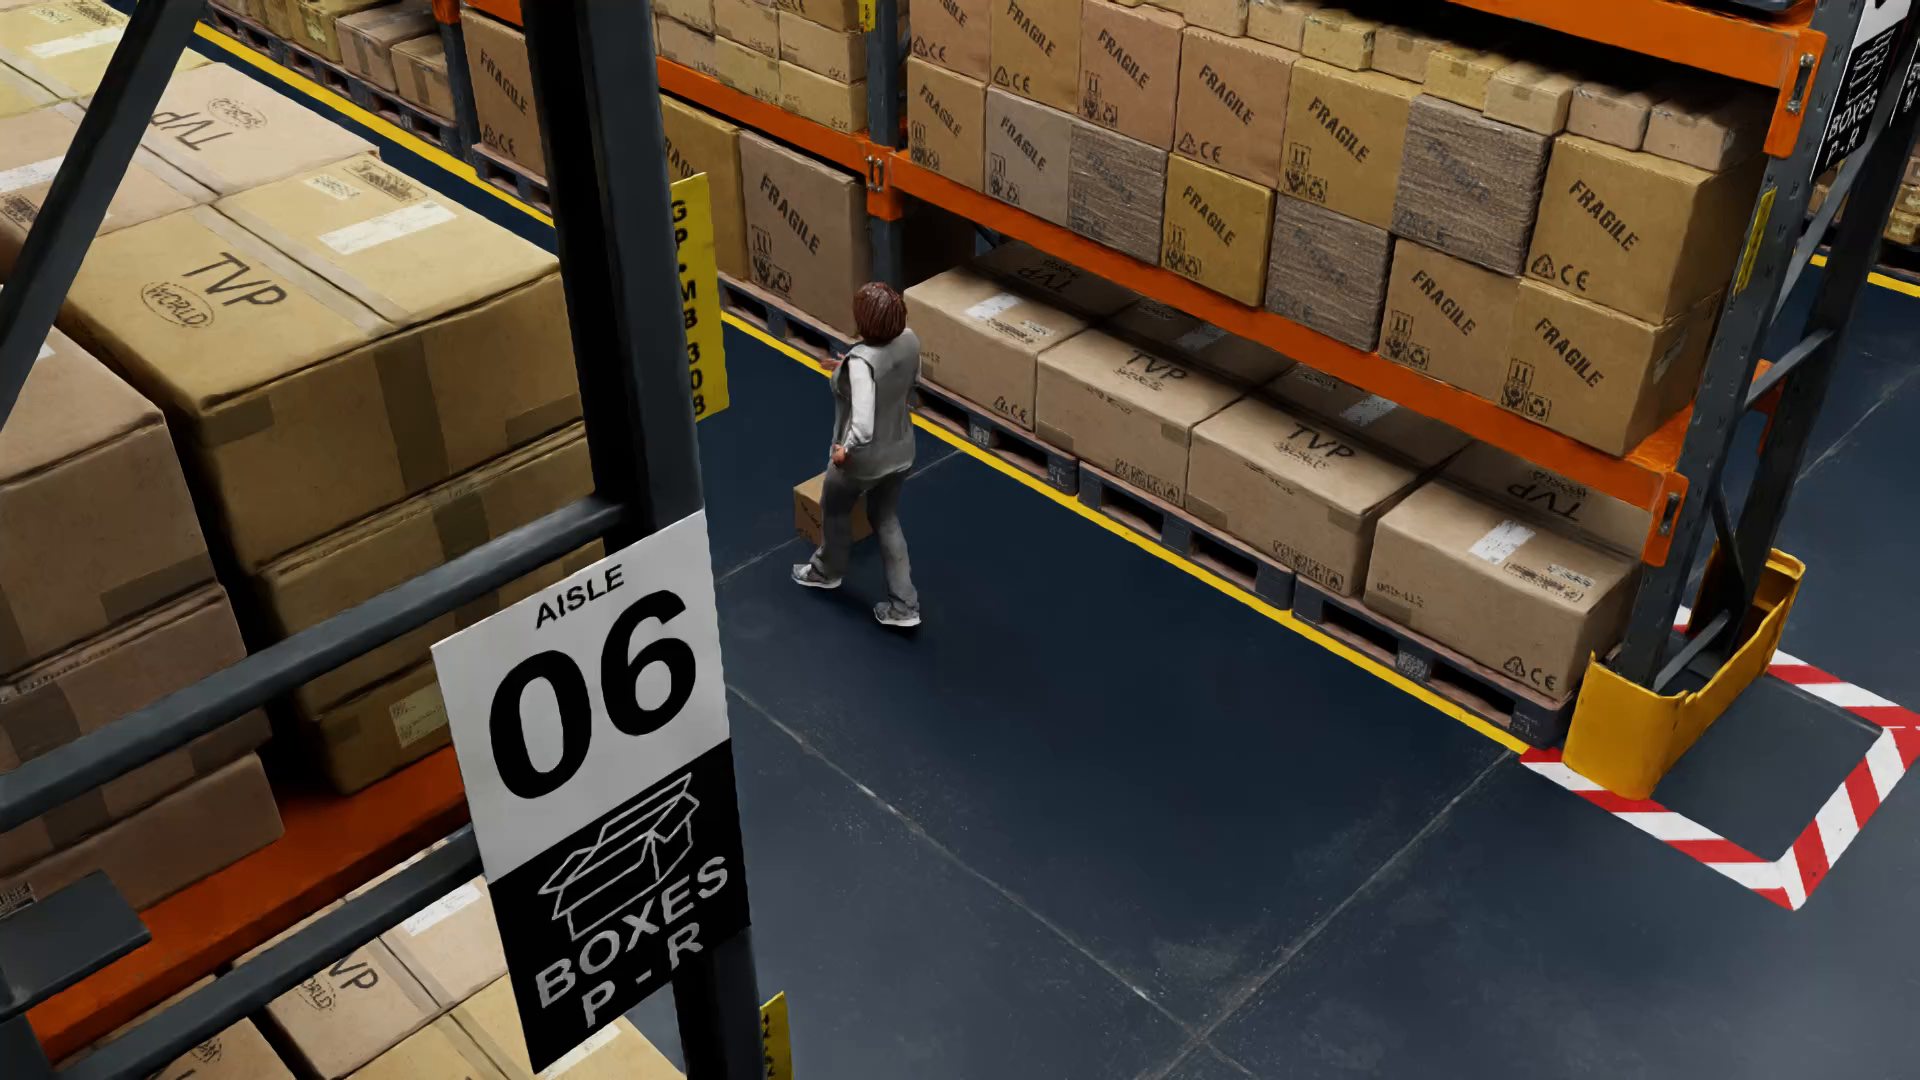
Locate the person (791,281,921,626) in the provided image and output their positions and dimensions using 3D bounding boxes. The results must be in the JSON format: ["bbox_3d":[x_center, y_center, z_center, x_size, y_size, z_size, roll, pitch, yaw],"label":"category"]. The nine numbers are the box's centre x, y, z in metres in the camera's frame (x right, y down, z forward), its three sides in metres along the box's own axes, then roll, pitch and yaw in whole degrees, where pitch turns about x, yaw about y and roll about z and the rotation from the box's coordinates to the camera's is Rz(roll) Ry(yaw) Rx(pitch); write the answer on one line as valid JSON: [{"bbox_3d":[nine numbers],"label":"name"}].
[{"bbox_3d":[-0.408,-0.369,6.676,0.506,1.576,0.735,-25,43,-30],"label":"person"}]
